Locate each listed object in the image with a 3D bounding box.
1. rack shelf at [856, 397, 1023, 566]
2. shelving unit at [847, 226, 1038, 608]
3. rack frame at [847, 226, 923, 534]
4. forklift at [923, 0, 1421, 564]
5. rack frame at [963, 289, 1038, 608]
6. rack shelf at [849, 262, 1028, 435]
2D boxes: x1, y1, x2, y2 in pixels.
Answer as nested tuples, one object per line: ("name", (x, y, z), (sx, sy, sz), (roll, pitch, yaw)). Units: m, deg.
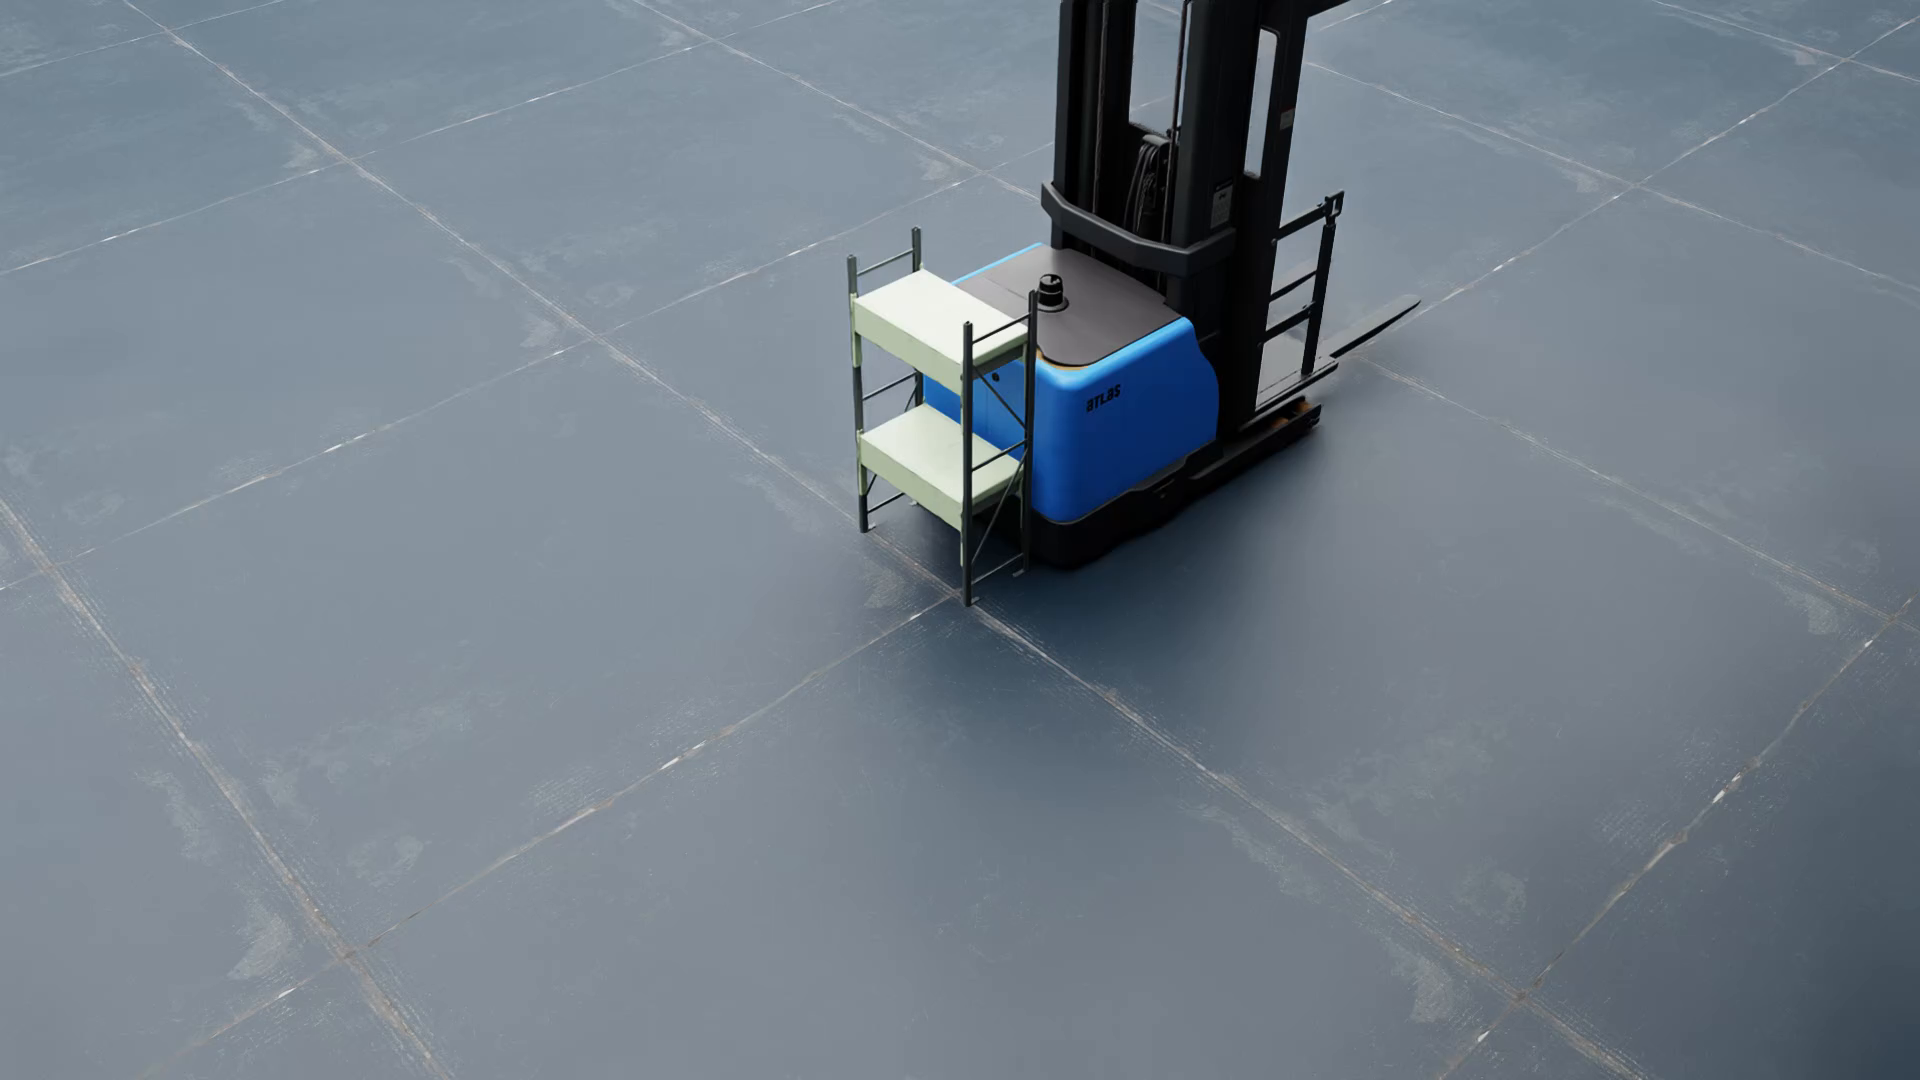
("rack shelf", (-0.080, -0.279, 7.628), (0.431, 0.370, 0.720), (-30, 48, -32))
("shelving unit", (-0.080, -0.532, 7.423), (0.431, 1.500, 0.755), (-30, 48, -32))
("rack frame", (-0.327, -0.702, 7.633), (0.400, 1.500, 0.023), (-30, 48, -32))
("forklift", (1.232, -1.827, 7.887), (3.031, 2.935, 1.130), (-30, 48, -32))
("rack frame", (0.167, -0.362, 7.213), (0.400, 1.500, 0.023), (-30, 48, -32))
("rack shelf", (-0.080, -0.836, 7.178), (0.431, 0.370, 0.720), (-30, 48, -32))
